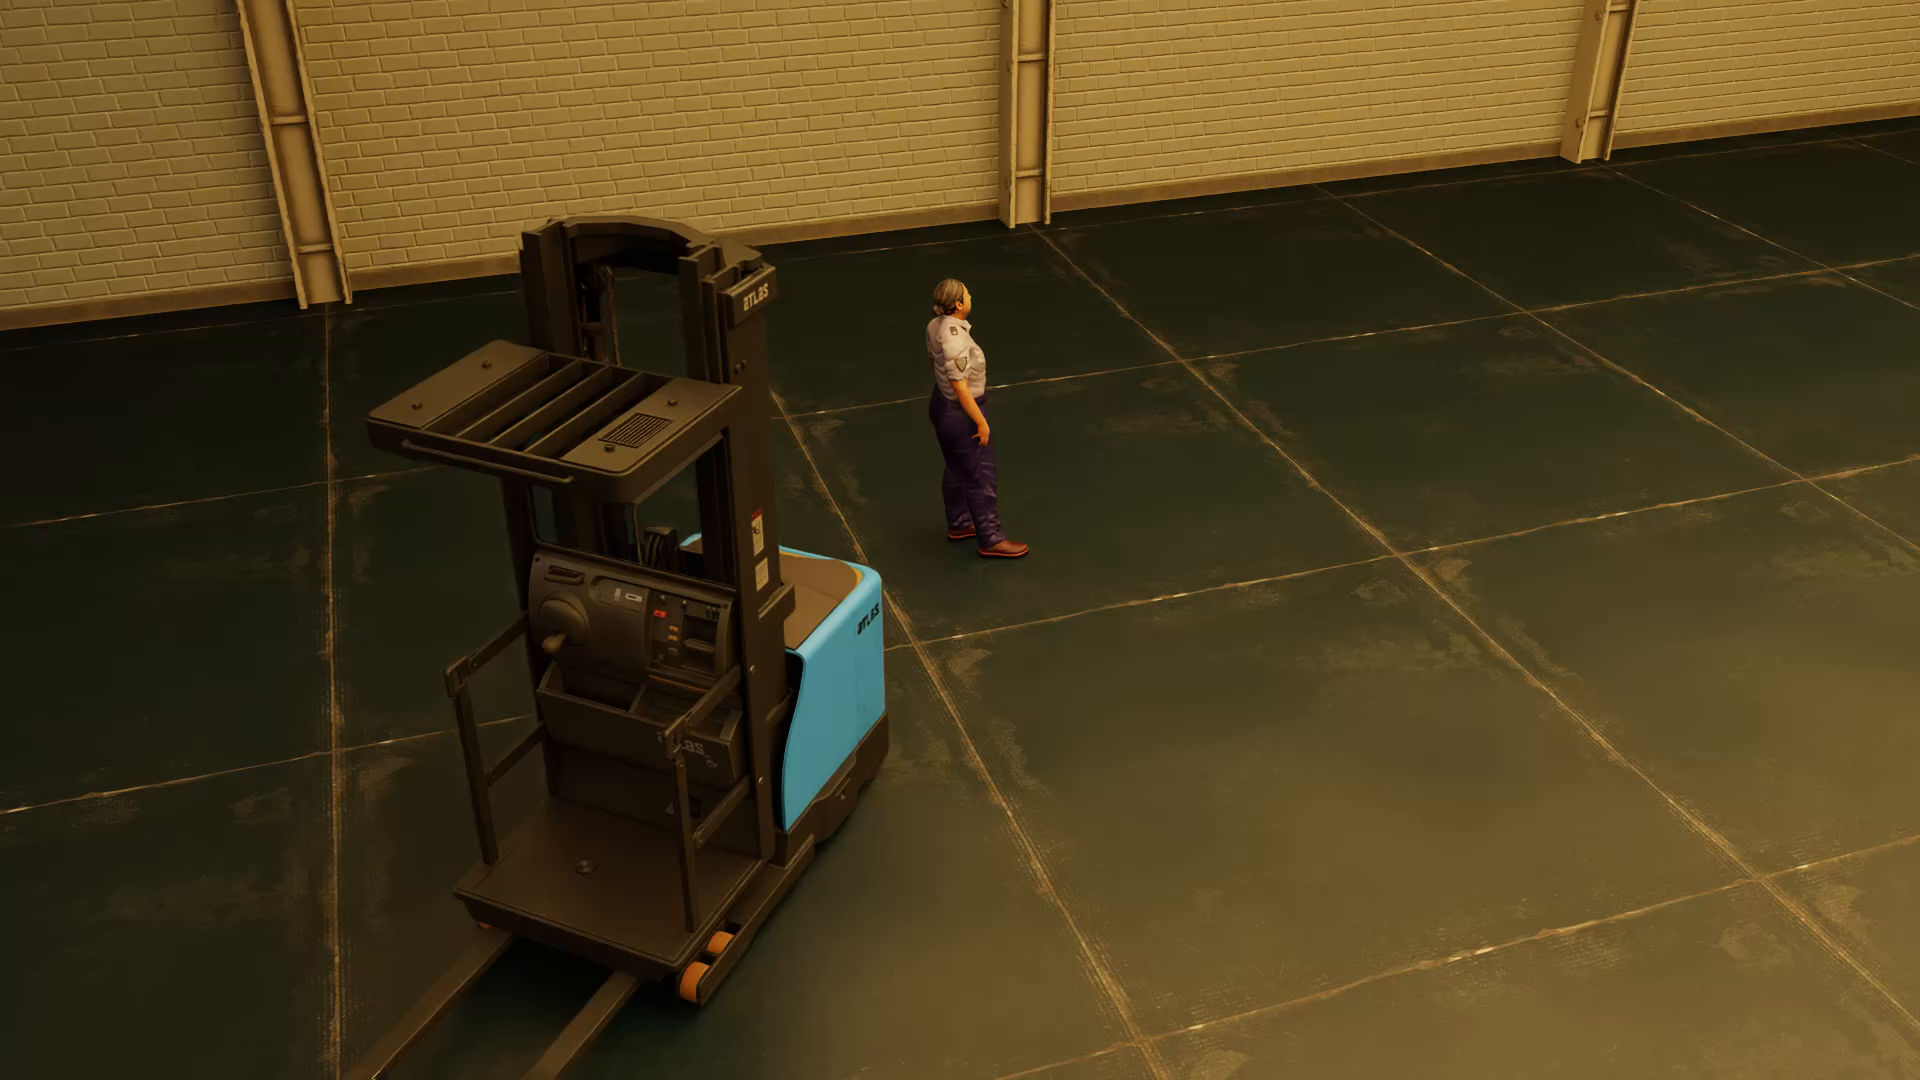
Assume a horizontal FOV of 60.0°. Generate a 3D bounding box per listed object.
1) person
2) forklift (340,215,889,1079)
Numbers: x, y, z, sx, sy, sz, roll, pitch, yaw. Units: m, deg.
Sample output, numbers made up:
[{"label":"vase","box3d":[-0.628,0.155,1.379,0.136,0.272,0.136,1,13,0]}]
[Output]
[{"label":"person","box3d":[0.092,-0.724,9.617,0.503,1.651,0.598,-10,31,-16]},{"label":"forklift","box3d":[-1.404,0.366,6.451,1.130,2.935,3.031,12,32,21]}]
